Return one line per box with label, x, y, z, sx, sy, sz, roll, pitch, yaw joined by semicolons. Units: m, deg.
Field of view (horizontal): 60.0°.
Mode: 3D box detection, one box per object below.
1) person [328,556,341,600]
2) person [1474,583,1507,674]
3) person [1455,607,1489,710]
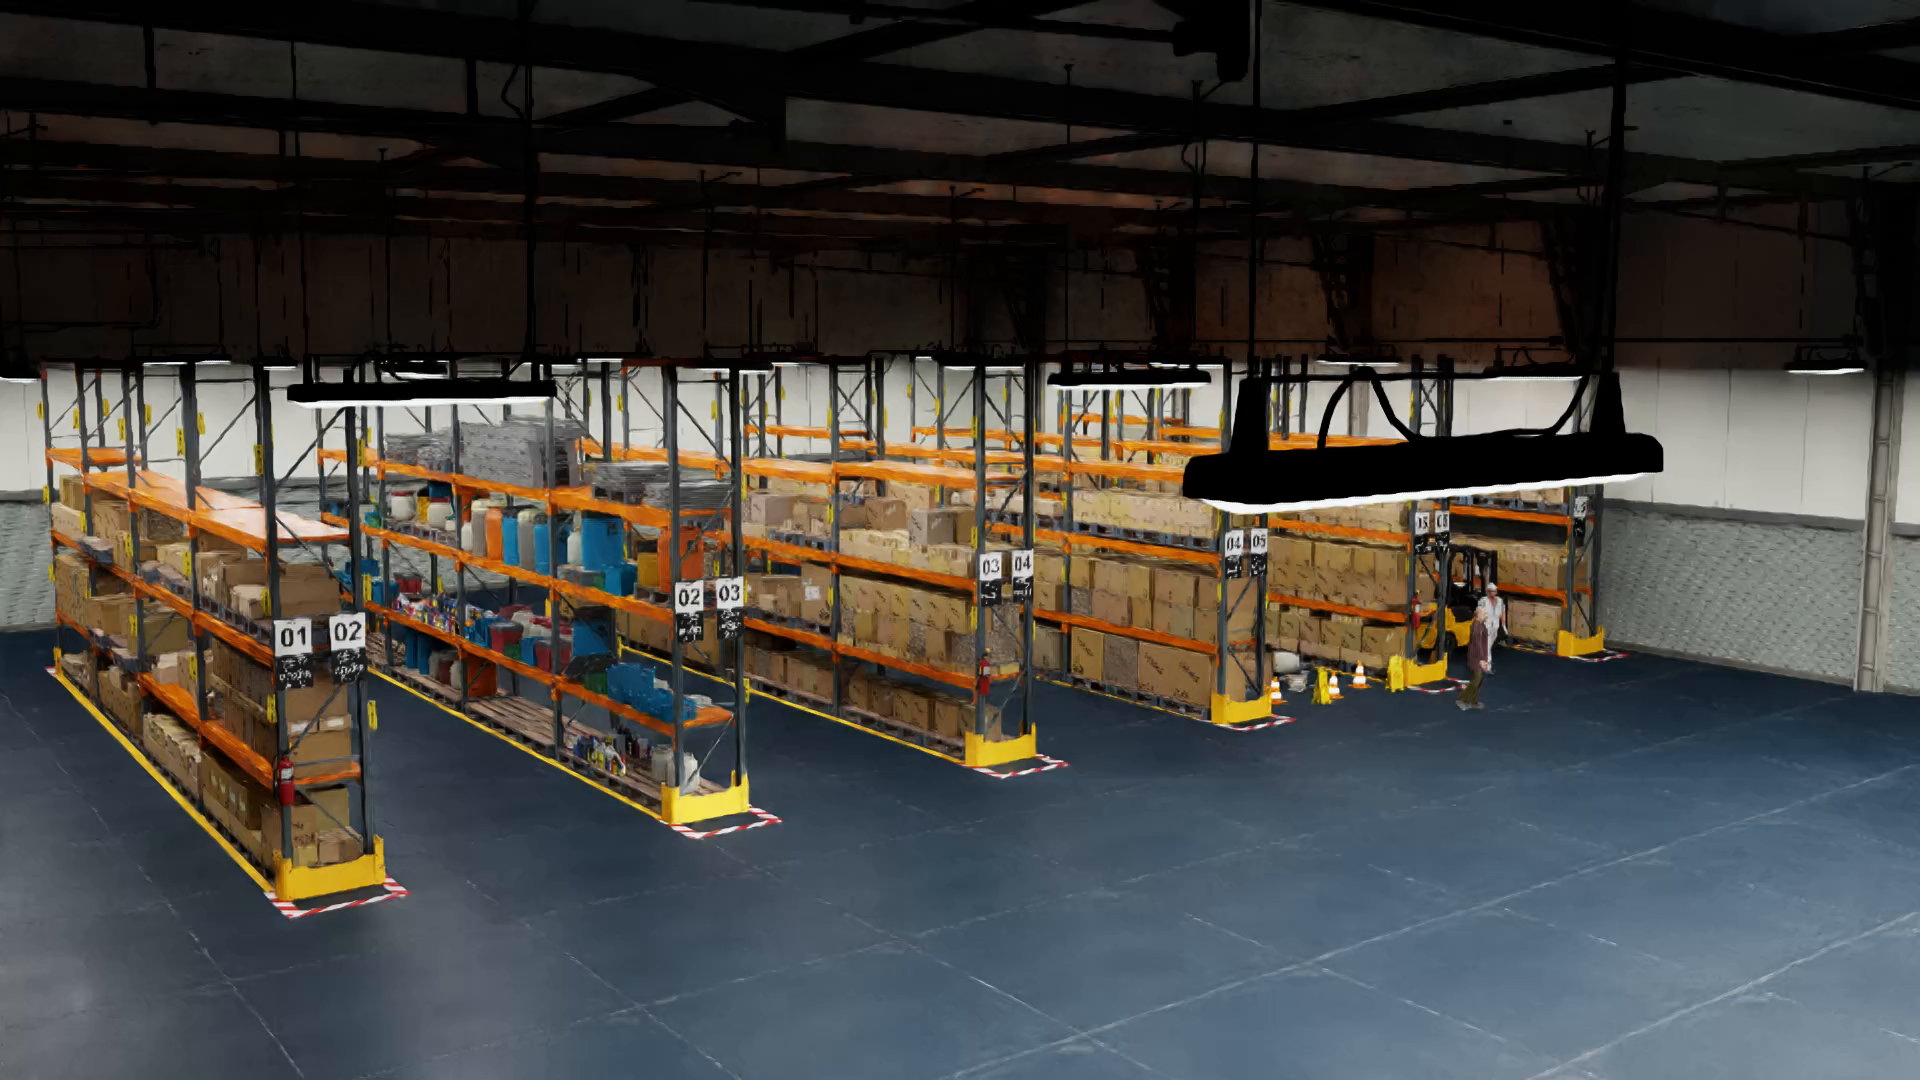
person;-13.707;1.153;36.347;0.510;1.657;0.552;0;7;0
person;10.104;1.662;31.778;0.605;1.753;0.991;-1;7;-11
person;8.775;2.037;28.497;0.521;1.770;0.791;2;7;14
